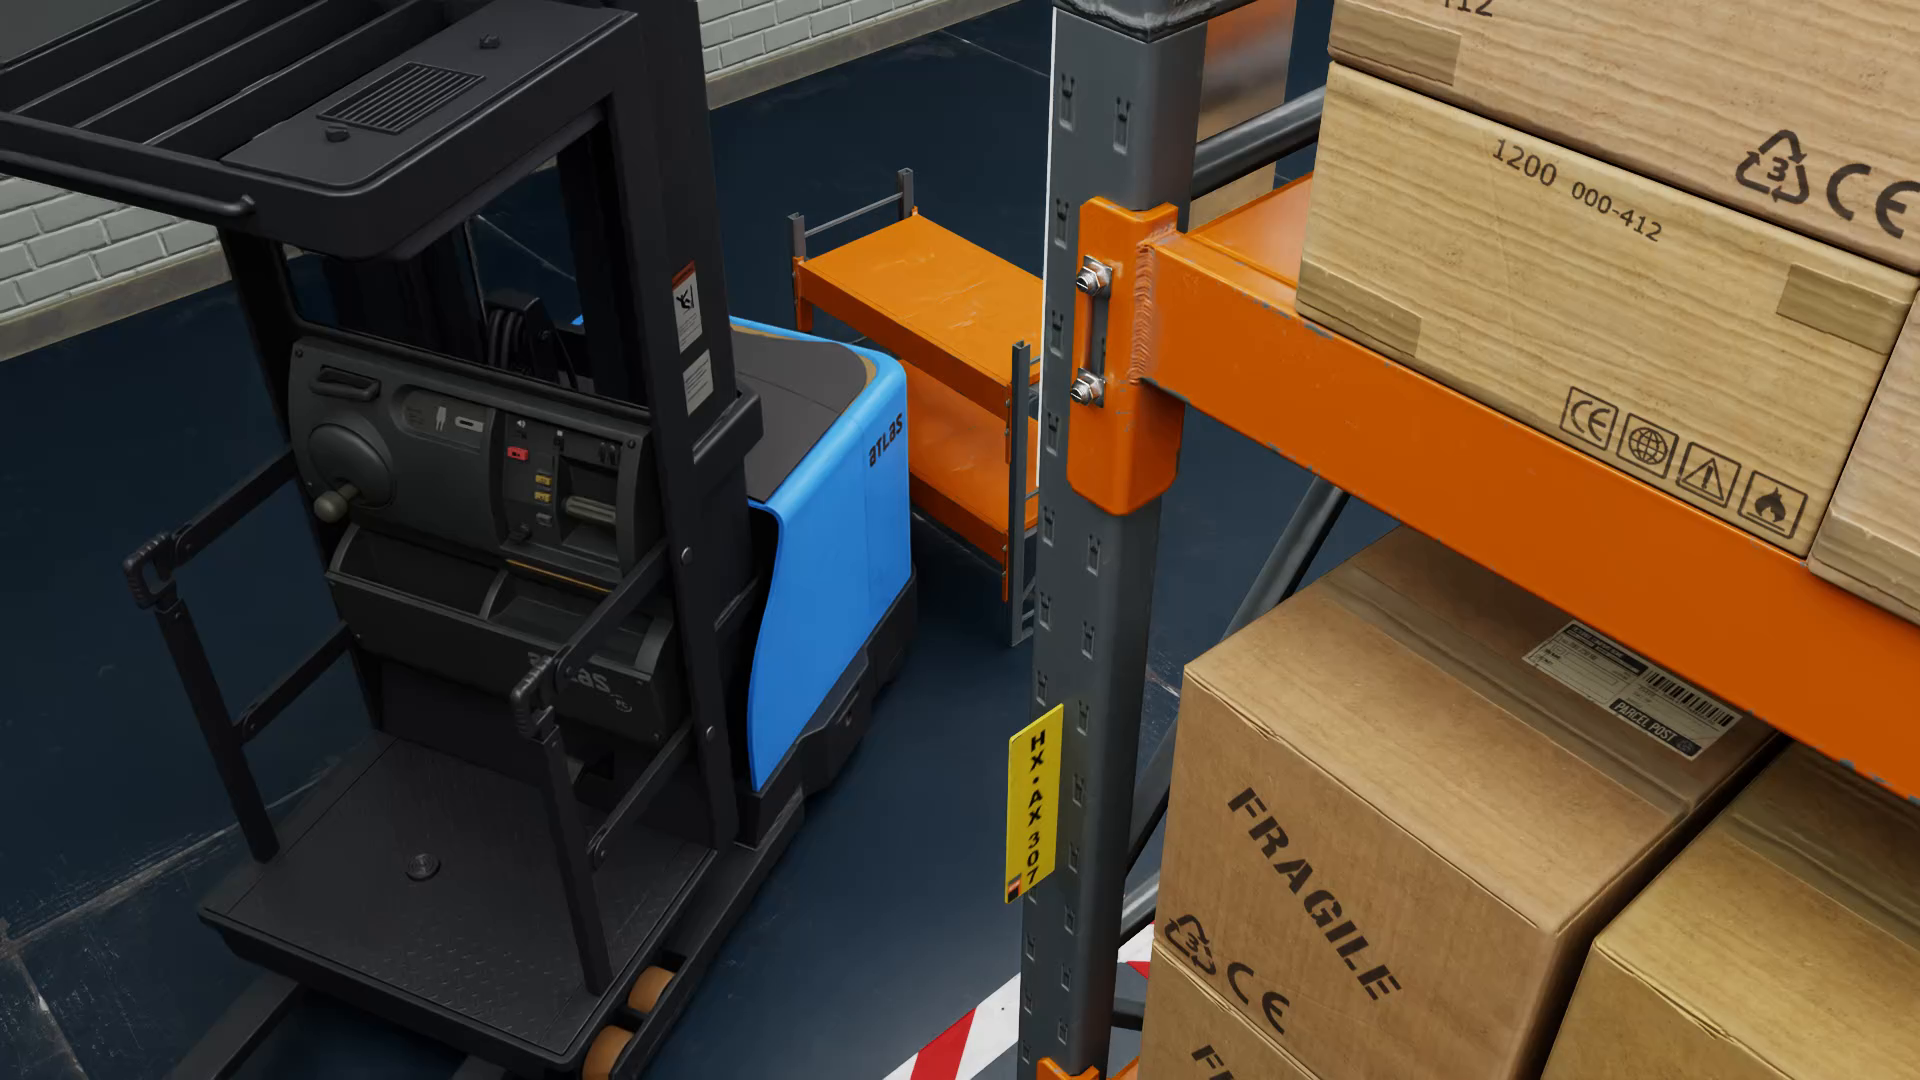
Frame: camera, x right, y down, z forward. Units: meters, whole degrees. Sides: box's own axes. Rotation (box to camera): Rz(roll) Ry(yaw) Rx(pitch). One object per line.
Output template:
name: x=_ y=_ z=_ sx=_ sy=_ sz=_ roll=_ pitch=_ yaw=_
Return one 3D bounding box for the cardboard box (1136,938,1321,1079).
cardboard box: x=0.606 y=0.742 z=2.364 sx=0.500 sy=0.500 sz=0.500 roll=-29 pitch=47 yaw=-31

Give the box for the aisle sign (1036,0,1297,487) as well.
aisle sign: x=0.238 y=-0.454 z=1.856 sx=0.394 sy=0.787 sz=0.004 roll=-30 pitch=48 yaw=-32

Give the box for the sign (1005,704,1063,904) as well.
sign: x=0.101 y=0.358 z=2.231 sx=0.100 sy=0.325 sz=0.005 roll=-30 pitch=48 yaw=-32

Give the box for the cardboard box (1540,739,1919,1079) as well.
cardboard box: x=0.965 y=0.592 z=1.754 sx=0.500 sy=0.500 sz=0.500 roll=-29 pitch=47 yaw=-31

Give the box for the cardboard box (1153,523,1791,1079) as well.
cardboard box: x=0.606 y=0.353 z=2.050 sx=0.500 sy=0.500 sz=0.500 roll=-28 pitch=47 yaw=-31

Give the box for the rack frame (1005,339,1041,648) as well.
rack frame: x=0.339 y=-0.205 z=5.109 sx=0.500 sy=1.125 sz=0.032 roll=-30 pitch=48 yaw=-32

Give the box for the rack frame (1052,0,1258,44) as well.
rack frame: x=0.500 y=-1.870 z=0.904 sx=1.000 sy=3.000 sz=0.127 roll=-30 pitch=48 yaw=-32

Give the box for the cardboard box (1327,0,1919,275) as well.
cardboard box: x=0.656 y=-0.491 z=1.305 sx=0.500 sy=0.250 sz=0.500 roll=-30 pitch=48 yaw=-32

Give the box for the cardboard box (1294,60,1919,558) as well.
cardboard box: x=0.661 y=-0.299 z=1.465 sx=0.500 sy=0.250 sz=0.500 roll=-30 pitch=48 yaw=-32

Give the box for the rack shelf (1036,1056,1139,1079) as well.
rack shelf: x=1.853 y=1.669 z=1.868 sx=1.077 sy=0.370 sz=4.000 roll=-30 pitch=48 yaw=-32

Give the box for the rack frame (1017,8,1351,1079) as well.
rack frame: x=0.500 y=0.464 z=2.788 sx=1.000 sy=3.000 sz=0.127 roll=-30 pitch=48 yaw=-32

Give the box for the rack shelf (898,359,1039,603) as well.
rack shelf: x=-0.005 y=-0.251 z=5.554 sx=0.538 sy=0.278 sz=1.000 roll=-30 pitch=48 yaw=-32

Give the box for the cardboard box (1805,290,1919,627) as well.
cardboard box: x=0.989 y=-0.062 z=1.172 sx=0.500 sy=0.250 sz=0.500 roll=-30 pitch=48 yaw=-32

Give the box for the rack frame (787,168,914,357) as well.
rack frame: x=-0.348 y=-0.676 z=5.692 sx=0.500 sy=1.125 sz=0.032 roll=-30 pitch=48 yaw=-32

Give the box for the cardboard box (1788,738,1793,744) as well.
cardboard box: x=1.004 y=0.125 z=2.333 sx=0.500 sy=0.500 sz=0.500 roll=-30 pitch=48 yaw=-32

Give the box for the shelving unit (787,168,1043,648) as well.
shelving unit: x=-0.005 y=-0.441 z=5.400 sx=0.538 sy=1.125 sz=1.048 roll=-30 pitch=48 yaw=-32

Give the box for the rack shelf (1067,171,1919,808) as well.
rack shelf: x=1.853 y=0.502 z=0.926 sx=1.077 sy=0.370 sz=4.000 roll=-30 pitch=48 yaw=-32

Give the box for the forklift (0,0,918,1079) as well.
forklift: x=-1.188 y=-0.094 z=3.534 sx=1.130 sy=2.935 sz=3.031 roll=15 pitch=41 yaw=18

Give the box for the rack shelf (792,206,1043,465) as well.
rack shelf: x=-0.005 y=-0.668 z=5.217 sx=0.538 sy=0.278 sz=1.000 roll=-30 pitch=48 yaw=-32
